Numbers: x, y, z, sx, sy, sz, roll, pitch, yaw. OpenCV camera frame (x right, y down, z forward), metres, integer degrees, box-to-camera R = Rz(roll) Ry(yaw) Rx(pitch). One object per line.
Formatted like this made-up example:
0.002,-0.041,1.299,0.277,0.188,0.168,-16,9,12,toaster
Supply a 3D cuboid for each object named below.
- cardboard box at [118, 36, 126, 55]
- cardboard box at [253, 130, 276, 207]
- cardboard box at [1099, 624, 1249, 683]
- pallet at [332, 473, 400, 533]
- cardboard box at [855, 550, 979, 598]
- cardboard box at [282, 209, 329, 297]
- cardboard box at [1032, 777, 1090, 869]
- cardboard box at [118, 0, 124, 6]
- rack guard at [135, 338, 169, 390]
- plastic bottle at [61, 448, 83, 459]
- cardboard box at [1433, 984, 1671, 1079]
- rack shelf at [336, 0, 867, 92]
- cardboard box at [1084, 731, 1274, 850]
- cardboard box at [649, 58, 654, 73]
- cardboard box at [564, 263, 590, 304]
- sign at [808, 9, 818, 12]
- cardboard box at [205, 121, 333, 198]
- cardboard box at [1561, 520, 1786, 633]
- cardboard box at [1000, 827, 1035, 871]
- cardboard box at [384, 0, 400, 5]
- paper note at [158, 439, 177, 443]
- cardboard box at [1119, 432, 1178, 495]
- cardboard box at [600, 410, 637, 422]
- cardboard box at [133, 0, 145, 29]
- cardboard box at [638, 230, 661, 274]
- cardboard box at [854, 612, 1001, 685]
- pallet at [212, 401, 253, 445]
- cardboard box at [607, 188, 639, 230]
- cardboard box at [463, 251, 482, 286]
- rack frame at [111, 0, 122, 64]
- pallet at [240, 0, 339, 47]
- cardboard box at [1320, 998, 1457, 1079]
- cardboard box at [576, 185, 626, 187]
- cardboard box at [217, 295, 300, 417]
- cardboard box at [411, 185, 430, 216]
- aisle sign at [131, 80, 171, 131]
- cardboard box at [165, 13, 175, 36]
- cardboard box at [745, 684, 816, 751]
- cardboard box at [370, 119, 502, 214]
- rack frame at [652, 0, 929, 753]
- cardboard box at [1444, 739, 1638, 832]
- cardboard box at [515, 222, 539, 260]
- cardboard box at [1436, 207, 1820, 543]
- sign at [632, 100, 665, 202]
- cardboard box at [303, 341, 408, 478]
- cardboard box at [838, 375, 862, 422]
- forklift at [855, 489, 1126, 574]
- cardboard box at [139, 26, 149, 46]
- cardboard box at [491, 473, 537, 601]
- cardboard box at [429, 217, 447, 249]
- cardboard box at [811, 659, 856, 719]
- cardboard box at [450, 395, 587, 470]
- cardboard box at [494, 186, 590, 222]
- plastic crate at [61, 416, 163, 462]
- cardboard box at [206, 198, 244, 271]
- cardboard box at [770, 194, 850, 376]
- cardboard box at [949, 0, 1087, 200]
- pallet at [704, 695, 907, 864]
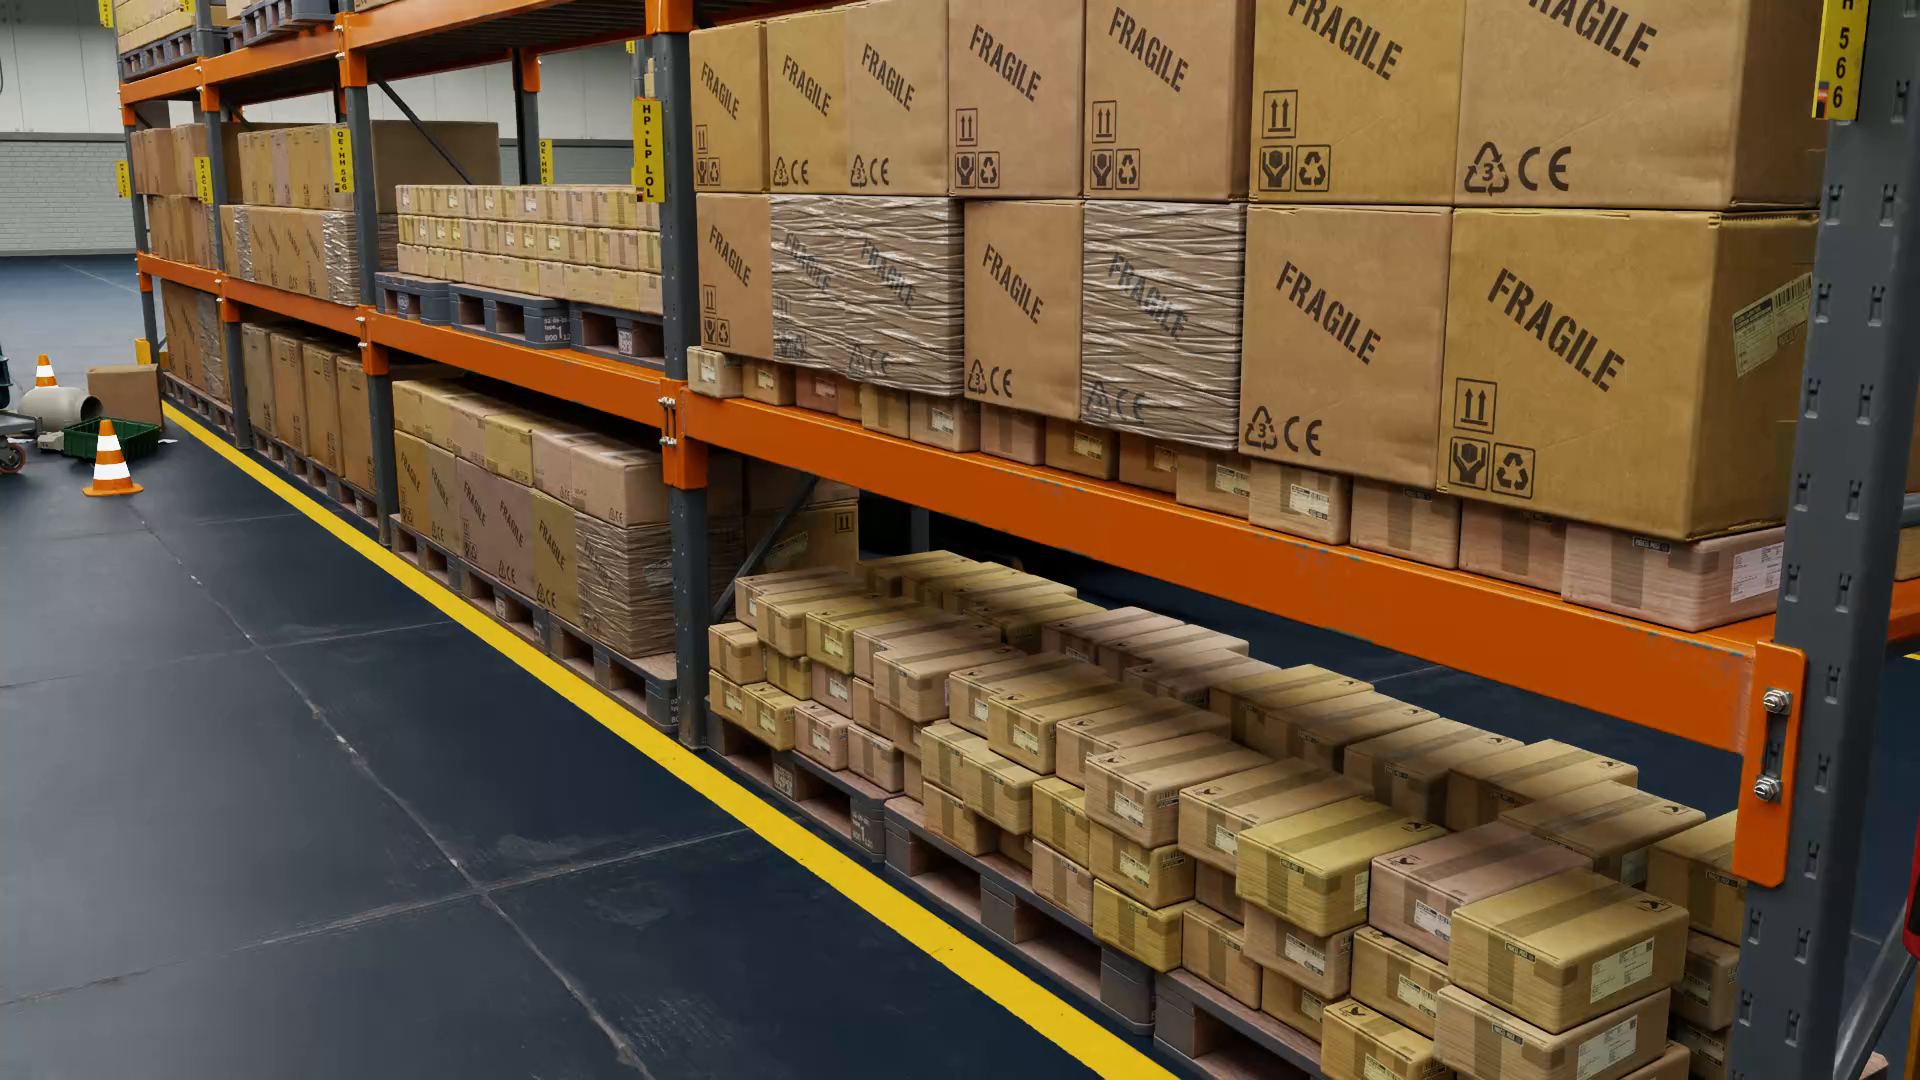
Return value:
-7.291,-4.411,14.859,0.380,0.149,0.250,-8,15,-32,cardboard box
-4.431,-2.560,11.472,0.700,0.500,0.500,-8,15,-34,cardboard box
0.632,0.374,4.928,0.380,0.149,0.250,-9,15,-35,cardboard box
-3.156,-0.277,10.134,1.003,0.211,1.213,-8,15,-33,pallet
-0.151,0.151,5.949,0.380,0.149,0.250,-8,14,-31,cardboard box
-3.807,-1.765,10.177,0.500,0.500,0.500,-8,15,-34,cardboard box
0.407,0.684,4.205,0.380,0.149,0.250,-7,14,-30,cardboard box
-7.156,-4.757,14.578,0.380,0.149,0.250,-8,15,-32,cardboard box
-7.227,-1.696,15.947,1.175,0.500,0.348,-8,15,-33,rack guard
-6.407,-0.636,12.129,0.283,0.061,0.133,6,14,26,plastic bottle
1.121,0.915,3.151,0.380,0.149,0.250,-9,15,-34,cardboard box
-1.673,-2.248,7.284,1.077,0.370,4.000,-8,15,-33,rack shelf
0.520,0.588,3.948,0.380,0.149,0.250,-7,14,-31,cardboard box
-3.006,-4.935,17.303,0.380,0.149,0.250,-8,15,-32,cardboard box
-1.370,-1.044,6.718,0.380,0.149,0.250,-9,15,-36,cardboard box
-1.260,-4.423,14.334,0.100,0.325,0.005,-8,15,-33,sign
-5.173,-2.872,12.594,0.875,0.550,0.550,-8,15,-33,cardboard box
1.235,0.031,2.787,0.380,0.149,0.250,-8,15,-33,cardboard box
0.331,0.775,4.485,0.380,0.149,0.250,-8,14,-31,cardboard box
-2.404,-2.783,7.812,0.500,0.500,0.500,-8,15,-33,cardboard box
-6.124,-0.764,12.781,0.142,0.020,0.147,4,13,16,paper note
0.595,-0.209,3.882,0.380,0.149,0.250,-9,15,-35,cardboard box
-1.331,-0.477,7.636,0.500,0.250,0.500,-7,14,-31,cardboard box
-6.598,-4.408,13.915,0.500,0.250,0.500,-8,15,-33,cardboard box
-0.950,-1.054,6.068,0.380,0.149,0.250,-8,14,-31,cardboard box
-0.099,0.343,5.070,0.380,0.149,0.250,-9,15,-34,cardboard box
-5.354,-0.984,13.366,1.003,0.211,1.213,-8,15,-33,pallet
-1.100,-1.248,6.258,0.380,0.149,0.250,-9,15,-34,cardboard box
-2.103,-1.278,7.792,0.380,0.149,0.250,-8,14,-31,cardboard box
-7.214,-5.844,15.019,1.000,3.000,0.127,-8,15,-33,rack frame
-3.804,-3.170,10.257,1.003,0.211,1.213,-7,14,-30,pallet
0.959,1.018,3.377,0.380,0.149,0.250,-8,14,-31,cardboard box
-1.695,-1.692,8.288,0.380,0.149,0.250,-8,14,-31,cardboard box
-5.288,-1.489,13.139,0.875,0.875,0.875,-8,15,-32,cardboard box
-2.536,-1.710,8.375,0.380,0.149,0.250,-9,15,-34,cardboard box
-7.503,-4.160,15.278,0.394,0.787,0.004,-8,15,-33,aisle sign
-5.891,-3.961,12.803,0.380,0.149,0.250,-8,15,-33,cardboard box
-0.484,0.559,5.474,0.380,0.149,0.250,-8,14,-31,cardboard box
-3.022,-2.108,9.407,0.700,0.500,0.500,-8,15,-33,cardboard box
-0.565,-0.779,5.901,1.000,3.000,0.127,-8,15,-33,rack frame
1.358,0.602,3.887,0.380,0.149,0.250,-8,15,-33,cardboard box
-1.684,-1.288,7.138,0.380,0.149,0.250,-8,15,-33,cardboard box
1.188,-0.311,2.832,0.500,0.500,0.500,-8,15,-32,cardboard box
-1.025,-1.278,5.474,0.100,0.325,0.005,-8,15,-33,sign
-3.531,-0.870,10.603,1.050,0.750,0.750,-8,15,-32,cardboard box
-0.139,-0.439,4.938,0.380,0.149,0.250,-9,15,-35,cardboard box
0.439,-1.319,8.531,1.130,2.935,3.031,-10,16,-39,forklift
-6.592,-4.186,13.832,0.380,0.149,0.250,-8,15,-33,cardboard box
-1.750,-0.047,7.426,0.500,0.500,0.500,-8,15,-34,cardboard box
-2.378,-1.513,8.168,0.380,0.149,0.250,-9,15,-35,cardboard box
-0.251,0.439,5.325,0.380,0.149,0.250,-8,15,-33,cardboard box
-2.056,-0.509,7.783,0.500,0.250,0.500,-8,15,-32,cardboard box
-1.822,-1.480,7.319,0.380,0.149,0.250,-8,15,-34,cardboard box
-6.185,-0.732,12.134,0.450,0.188,0.662,9,12,-6,plastic crate
-5.212,-2.339,12.685,0.875,0.550,0.550,-8,15,-33,cardboard box
-0.221,-0.768,4.921,0.500,0.500,0.500,-8,15,-33,cardboard box
0.318,-1.077,3.995,0.500,0.500,0.500,-9,15,-35,cardboard box
-0.164,0.699,5.672,1.003,0.211,1.213,-8,15,-33,pallet
